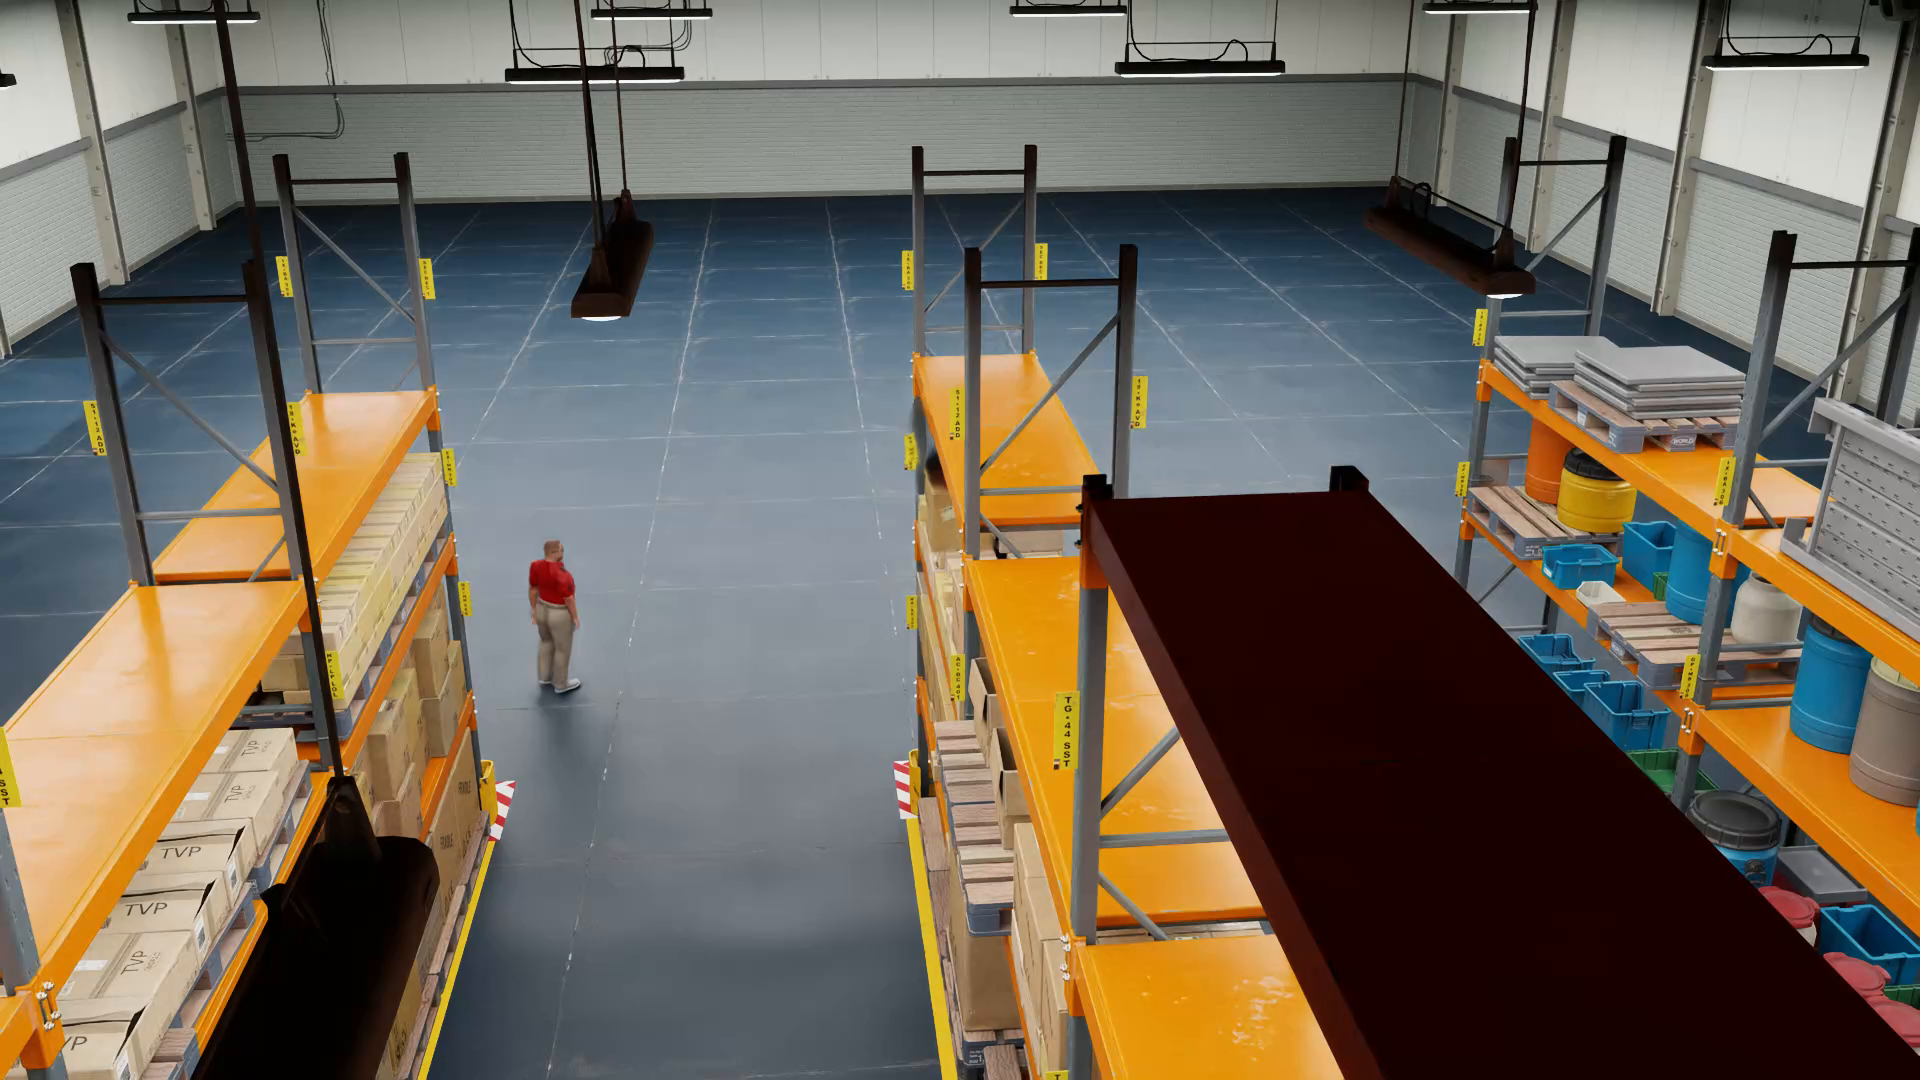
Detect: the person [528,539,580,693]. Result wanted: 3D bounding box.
[{"bbox_3d":[-4.210,0.793,17.339,0.625,1.776,0.378,13,25,31],"label":"person"}]
